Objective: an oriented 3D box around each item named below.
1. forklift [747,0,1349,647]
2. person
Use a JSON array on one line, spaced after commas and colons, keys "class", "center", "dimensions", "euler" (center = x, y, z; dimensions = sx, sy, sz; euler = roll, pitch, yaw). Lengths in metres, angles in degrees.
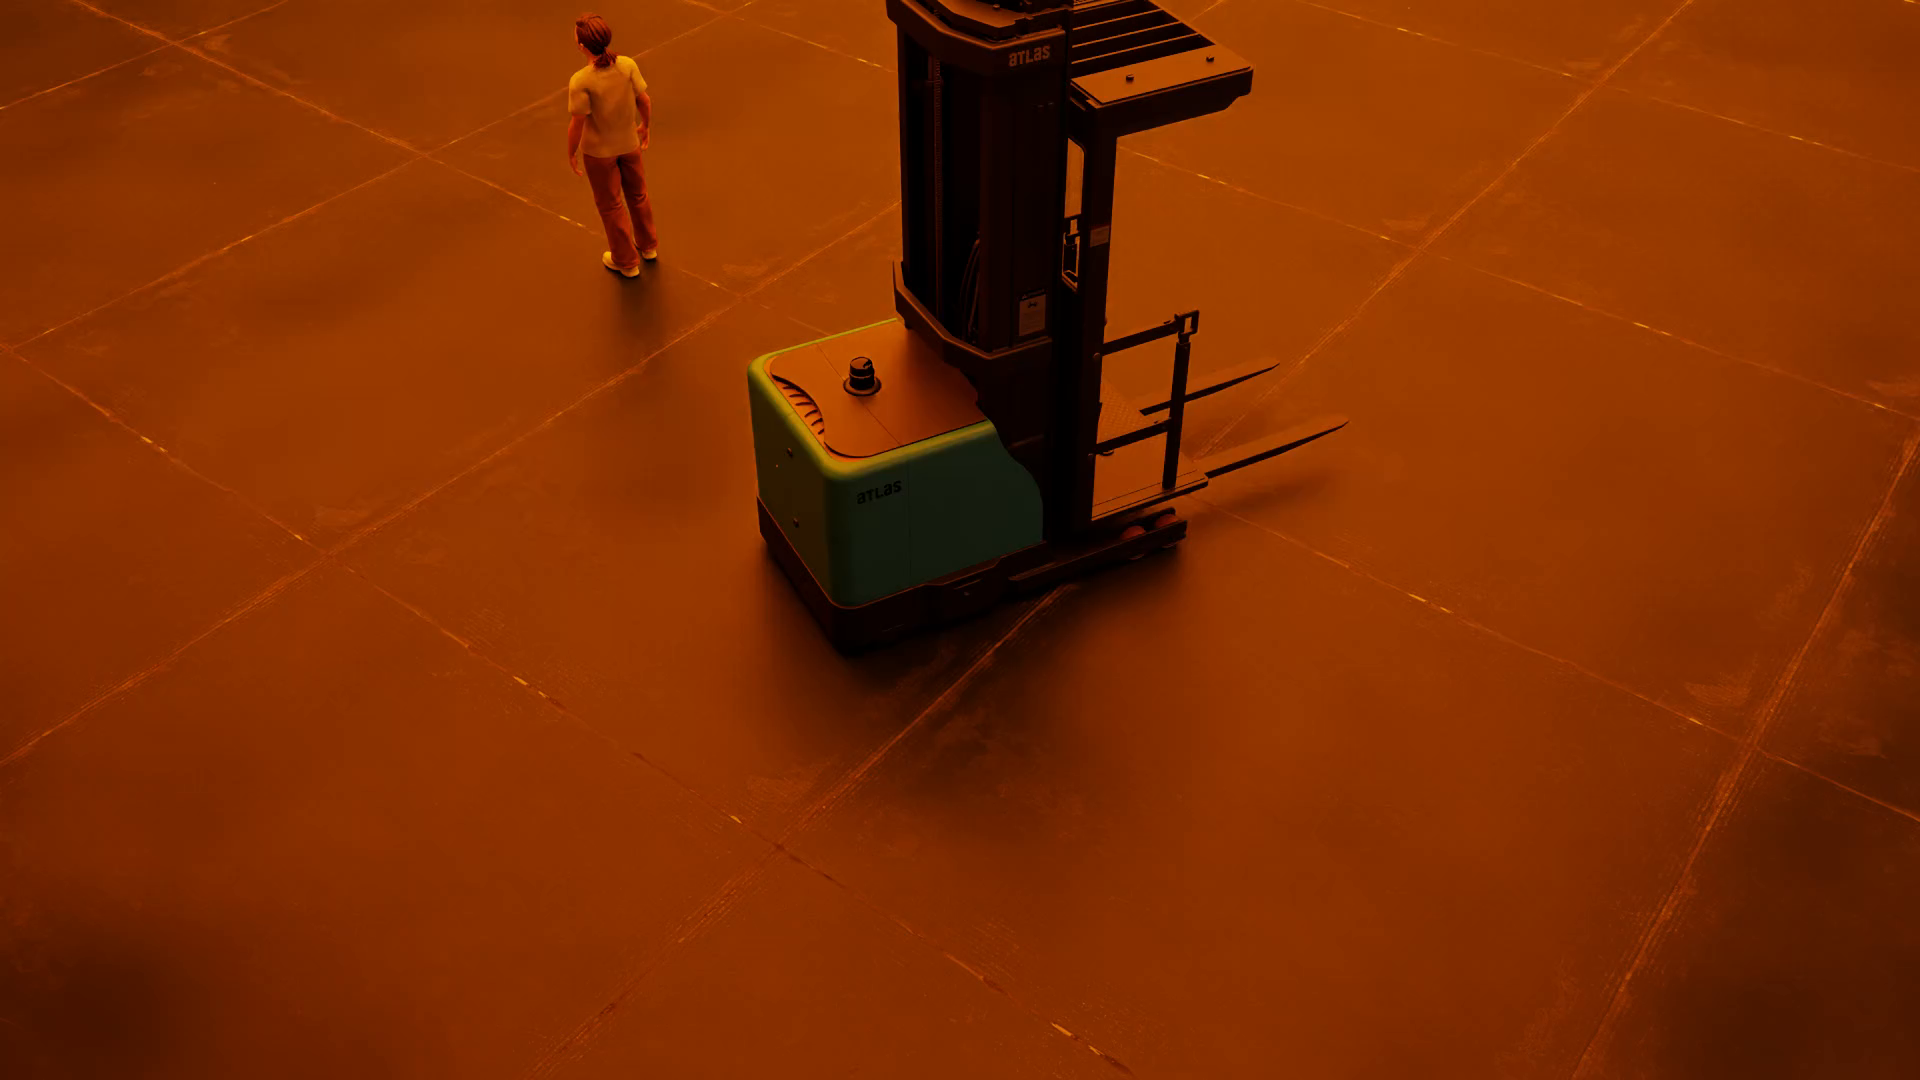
[{"class": "forklift", "center": [0.550, -1.304, 7.603], "dimensions": [3.031, 2.935, 1.130], "euler": [-19, 44, -21]}, {"class": "person", "center": [-2.072, -2.321, 9.753], "dimensions": [0.554, 1.676, 0.550], "euler": [-26, 47, -28]}]
